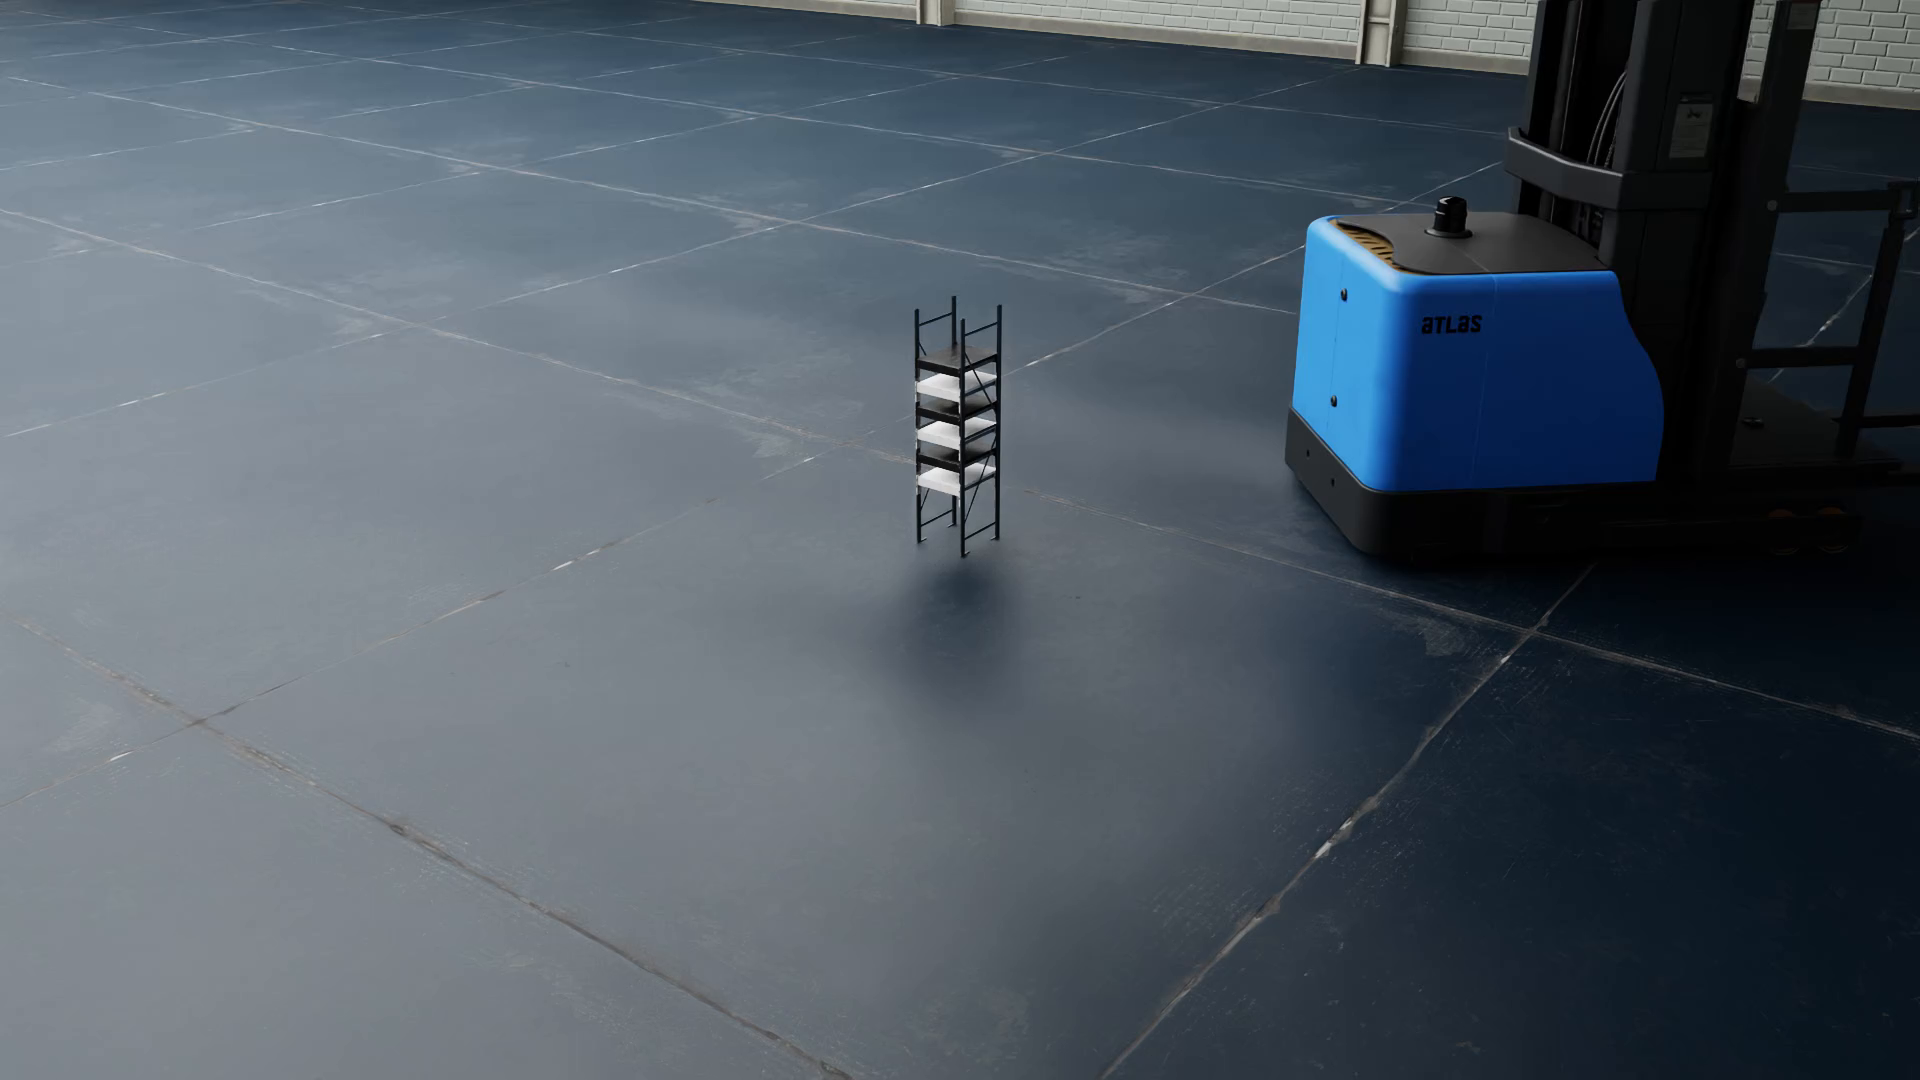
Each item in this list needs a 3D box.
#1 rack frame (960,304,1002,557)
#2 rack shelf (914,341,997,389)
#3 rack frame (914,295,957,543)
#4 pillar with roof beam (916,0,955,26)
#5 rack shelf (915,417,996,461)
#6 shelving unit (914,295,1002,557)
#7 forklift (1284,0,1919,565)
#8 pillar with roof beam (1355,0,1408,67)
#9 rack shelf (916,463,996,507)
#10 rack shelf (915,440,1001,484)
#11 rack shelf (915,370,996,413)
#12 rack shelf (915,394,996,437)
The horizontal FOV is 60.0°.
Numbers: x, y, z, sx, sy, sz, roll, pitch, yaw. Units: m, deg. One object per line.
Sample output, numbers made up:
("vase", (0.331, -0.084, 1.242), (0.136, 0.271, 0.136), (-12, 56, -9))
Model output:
("rack frame", (0.075, -0.389, 6.017), (0.006, 0.900, 0.240), (17, 29, 33))
("rack shelf", (-0.006, -0.630, 5.978), (0.200, 0.077, 0.258), (17, 29, 33))
("rack frame", (-0.088, -0.438, 6.129), (0.006, 0.900, 0.240), (17, 29, 33))
("pillar with roof beam", (-2.888, -9.300, 16.196), (0.400, 9.000, 9.100), (17, 29, 33))
("rack shelf", (-0.006, -0.383, 6.086), (0.200, 0.077, 0.258), (17, 29, 33))
("shelving unit", (-0.006, -0.414, 6.073), (0.210, 0.900, 0.258), (17, 29, 33))
("forklift", (2.881, -1.494, 6.005), (3.031, 2.935, 1.130), (-3, 24, -6))
("pillar with roof beam", (1.913, -7.849, 12.903), (0.400, 9.000, 9.100), (17, 29, 33))
("rack shelf", (-0.006, -0.219, 6.159), (0.200, 0.077, 0.258), (17, 29, 33))
("rack shelf", (-0.006, -0.301, 6.123), (0.200, 0.077, 0.258), (17, 29, 33))
("rack shelf", (-0.006, -0.548, 6.014), (0.200, 0.077, 0.258), (17, 29, 33))
("rack shelf", (-0.006, -0.466, 6.050), (0.200, 0.077, 0.258), (17, 29, 33))
